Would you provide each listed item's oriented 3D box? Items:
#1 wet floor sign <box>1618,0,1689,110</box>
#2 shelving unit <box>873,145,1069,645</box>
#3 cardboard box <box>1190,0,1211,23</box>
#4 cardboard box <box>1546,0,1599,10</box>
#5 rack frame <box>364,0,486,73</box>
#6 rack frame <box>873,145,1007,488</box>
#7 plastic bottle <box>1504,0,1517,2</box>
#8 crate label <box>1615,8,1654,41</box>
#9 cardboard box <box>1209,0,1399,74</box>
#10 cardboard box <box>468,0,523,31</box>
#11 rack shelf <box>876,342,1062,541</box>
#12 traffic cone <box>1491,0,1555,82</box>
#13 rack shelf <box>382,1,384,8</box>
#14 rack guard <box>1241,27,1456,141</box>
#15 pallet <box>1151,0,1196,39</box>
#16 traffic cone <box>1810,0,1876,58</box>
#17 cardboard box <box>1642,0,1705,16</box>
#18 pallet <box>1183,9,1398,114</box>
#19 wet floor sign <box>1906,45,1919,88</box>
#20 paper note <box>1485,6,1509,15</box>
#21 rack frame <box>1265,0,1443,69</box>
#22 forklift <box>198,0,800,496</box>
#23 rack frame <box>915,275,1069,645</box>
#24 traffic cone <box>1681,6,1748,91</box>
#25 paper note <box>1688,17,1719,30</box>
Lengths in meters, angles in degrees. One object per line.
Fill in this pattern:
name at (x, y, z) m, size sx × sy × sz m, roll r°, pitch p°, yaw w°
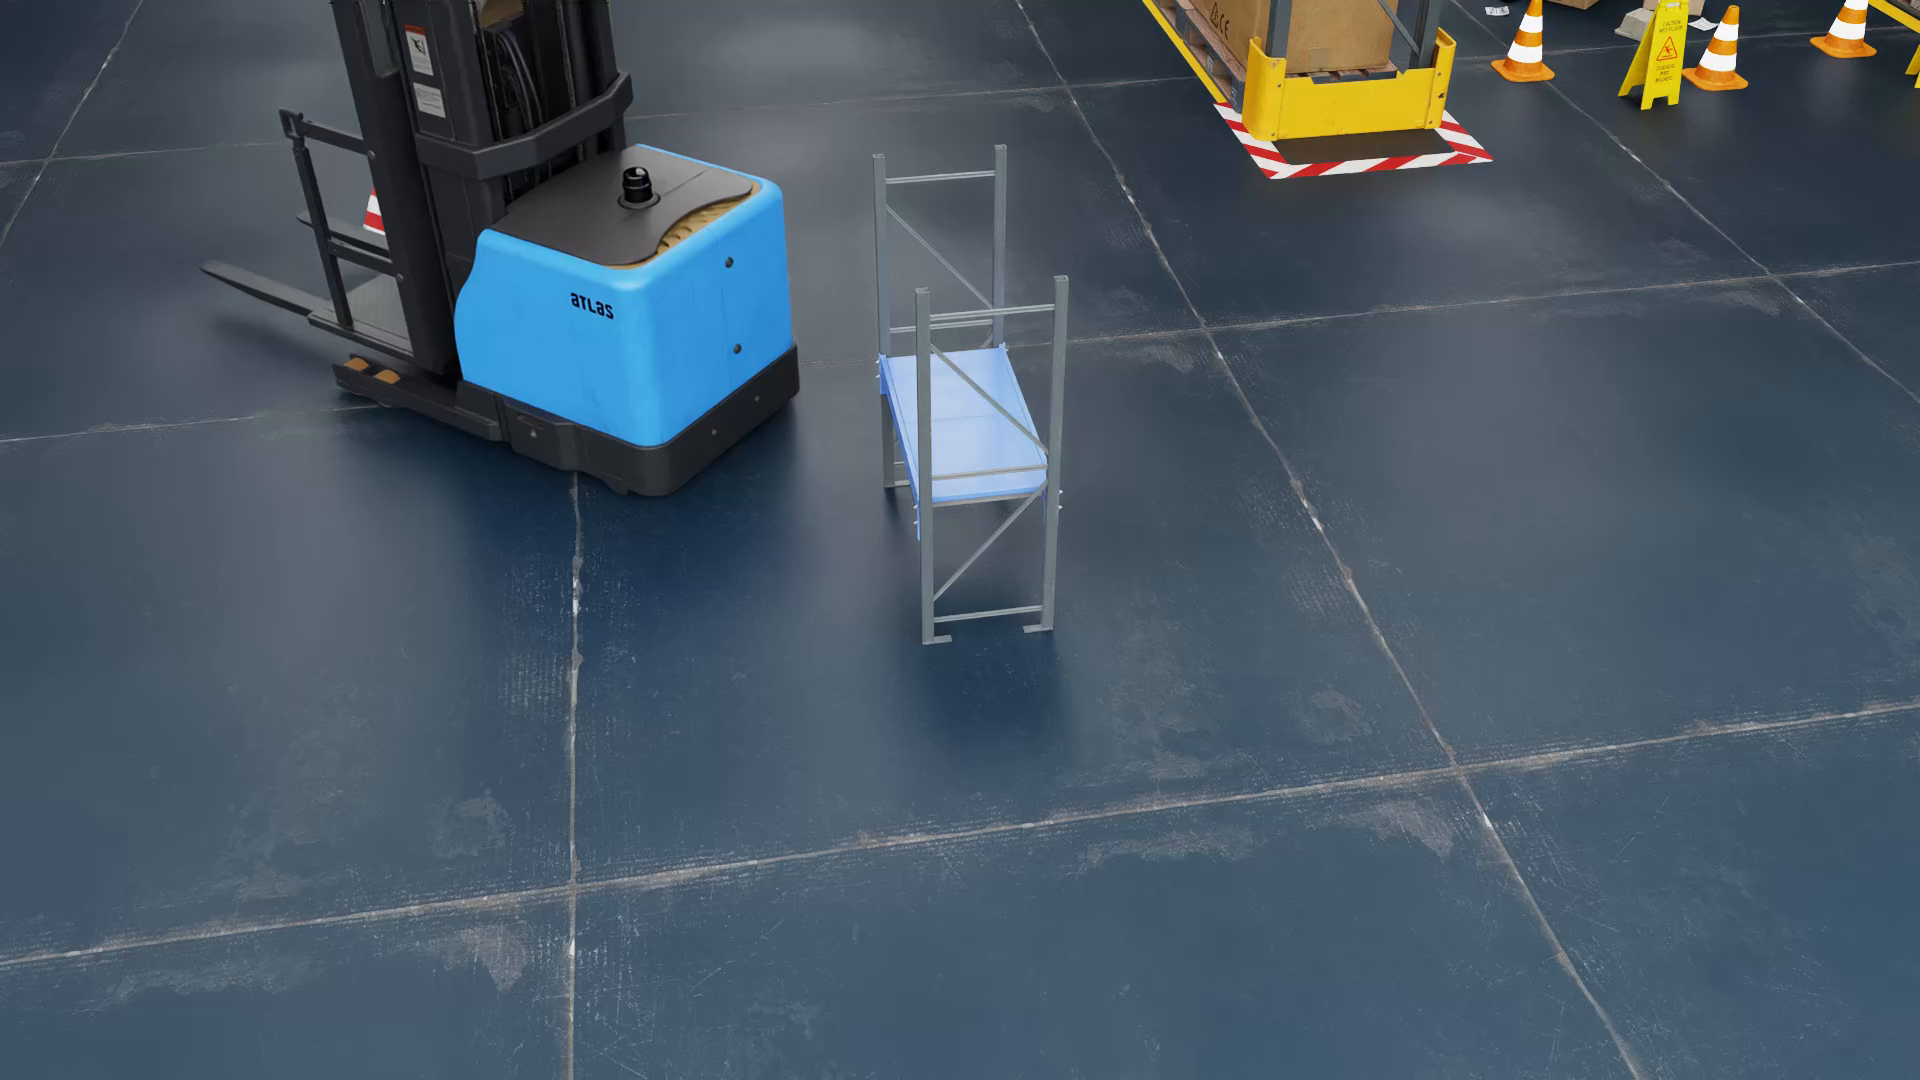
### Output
wet floor sign at (4.234, -2.966, 10.041) m, size 0.267 × 0.644 × 0.232 m, roll -13°, pitch 40°, yaw -16°
shelving unit at (0.015, -0.541, 6.224) m, size 0.538 × 1.500 × 1.048 m, roll -6°, pitch 38°, yaw -8°
cardboard box at (1.939, -3.960, 10.792) m, size 0.875 × 0.875 × 0.875 m, roll -7°, pitch 38°, yaw -9°
cardboard box at (4.334, -4.096, 11.612) m, size 0.637 × 0.503 × 0.797 m, roll 27°, pitch 45°, yaw 30°
rack frame at (-2.622, -3.227, 8.459) m, size 1.000 × 3.000 × 0.127 m, roll -6°, pitch 38°, yaw -8°
rack frame at (-0.074, -0.848, 6.619) m, size 0.500 × 1.500 × 0.032 m, roll -6°, pitch 38°, yaw -8°
plastic bottle at (3.790, -3.848, 11.653) m, size 0.133 × 0.061 × 0.283 m, roll -20°, pitch 42°, yaw -23°
crate label at (4.557, -3.427, 11.050) m, size 0.250 × 0.136 × 0.298 m, roll -27°, pitch 45°, yaw -31°
cardboard box at (2.095, -3.429, 10.109) m, size 0.875 × 0.875 × 0.875 m, roll -6°, pitch 38°, yaw -8°
cardboard box at (-2.715, -2.785, 9.585) m, size 0.500 × 0.500 × 0.500 m, roll 0°, pitch 38°, yaw 1°
rack shelf at (0.015, -0.399, 6.334) m, size 0.538 × 0.185 × 1.000 m, roll -6°, pitch 38°, yaw -8°
traffic cone at (3.584, -3.172, 10.455) m, size 0.336 × 0.463 × 0.334 m, roll -6°, pitch 38°, yaw -8°
rack shelf at (-2.972, -4.151, 10.235) m, size 1.077 × 0.370 × 4.000 m, roll -6°, pitch 38°, yaw -8°
rack guard at (2.283, -2.698, 9.816) m, size 1.175 × 0.500 × 0.348 m, roll -6°, pitch 38°, yaw -8°
pallet at (1.851, -3.809, 11.480) m, size 1.003 × 0.211 × 1.213 m, roll -6°, pitch 38°, yaw -8°
traffic cone at (5.789, -3.413, 10.765) m, size 0.336 × 0.463 × 0.334 m, roll -6°, pitch 38°, yaw -8°
cardboard box at (4.916, -3.742, 11.445) m, size 0.380 × 0.149 × 0.250 m, roll 13°, pitch 40°, yaw 16°
pallet at (2.062, -3.073, 10.534) m, size 1.003 × 0.211 × 1.213 m, roll -6°, pitch 38°, yaw -8°
wet floor sign at (6.115, -3.134, 10.258) m, size 0.267 × 0.644 × 0.232 m, roll 6°, pitch 38°, yaw 8°
paper note at (3.683, -3.631, 11.401) m, size 0.144 × 0.017 × 0.142 m, roll 6°, pitch 38°, yaw 8°
rack frame at (2.279, -3.700, 9.067) m, size 1.000 × 3.000 × 0.127 m, roll -6°, pitch 38°, yaw -8°
forklift at (-2.251, -2.012, 6.951) m, size 3.031 × 2.935 × 1.130 m, roll 20°, pitch 42°, yaw 24°
rack frame at (0.104, -0.234, 5.828) m, size 0.500 × 1.500 × 0.032 m, roll -6°, pitch 38°, yaw -8°
traffic cone at (4.756, -3.088, 10.347) m, size 0.336 × 0.463 × 0.334 m, roll -6°, pitch 38°, yaw -8°
paper note at (5.009, -3.478, 11.202) m, size 0.148 × 0.019 × 0.142 m, roll -20°, pitch 42°, yaw -23°
